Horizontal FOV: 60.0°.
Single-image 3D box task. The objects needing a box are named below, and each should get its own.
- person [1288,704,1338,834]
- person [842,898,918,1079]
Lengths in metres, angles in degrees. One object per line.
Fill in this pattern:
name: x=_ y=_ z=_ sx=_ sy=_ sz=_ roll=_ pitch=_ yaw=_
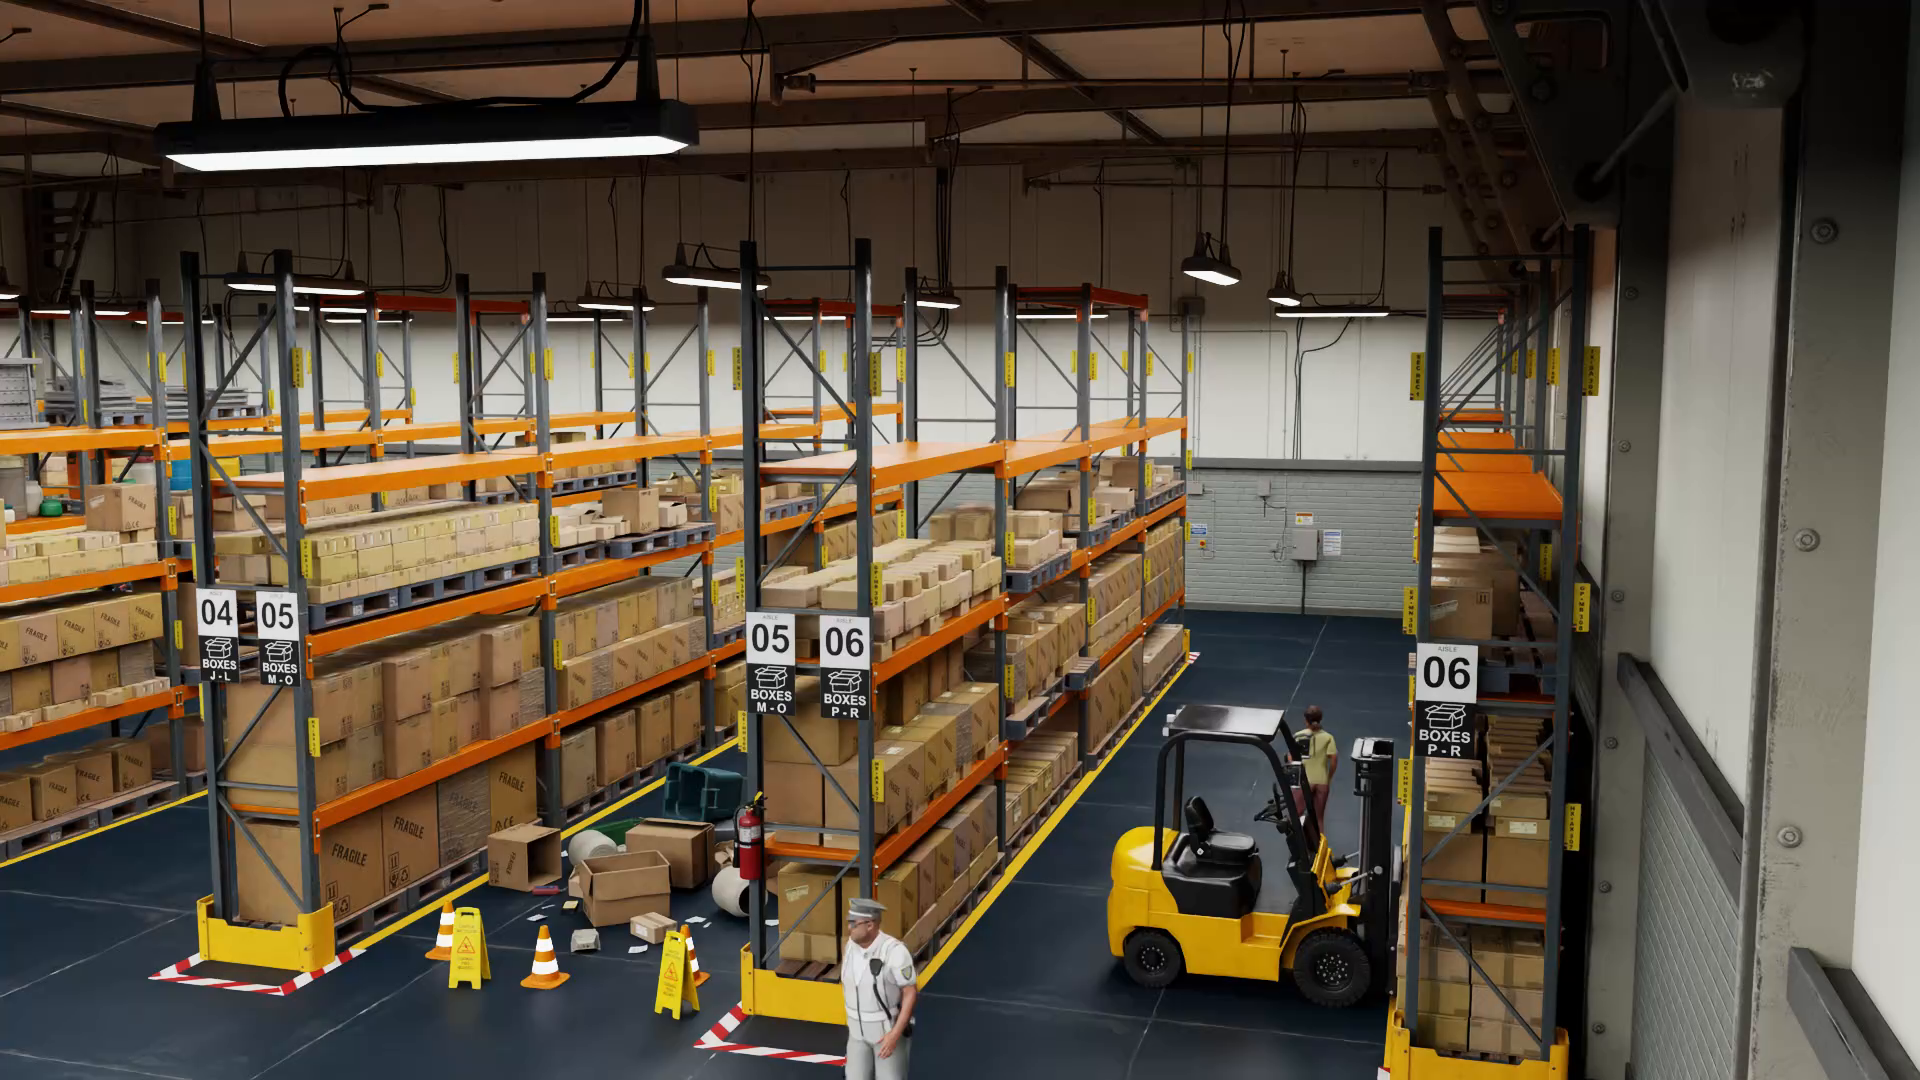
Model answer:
person: x=3.564 y=2.498 z=16.758 sx=0.525 sy=1.623 sz=0.610 roll=0 pitch=6 yaw=-3
person: x=-0.492 y=3.127 z=10.665 sx=0.594 sy=1.736 sz=0.640 roll=4 pitch=8 yaw=32
